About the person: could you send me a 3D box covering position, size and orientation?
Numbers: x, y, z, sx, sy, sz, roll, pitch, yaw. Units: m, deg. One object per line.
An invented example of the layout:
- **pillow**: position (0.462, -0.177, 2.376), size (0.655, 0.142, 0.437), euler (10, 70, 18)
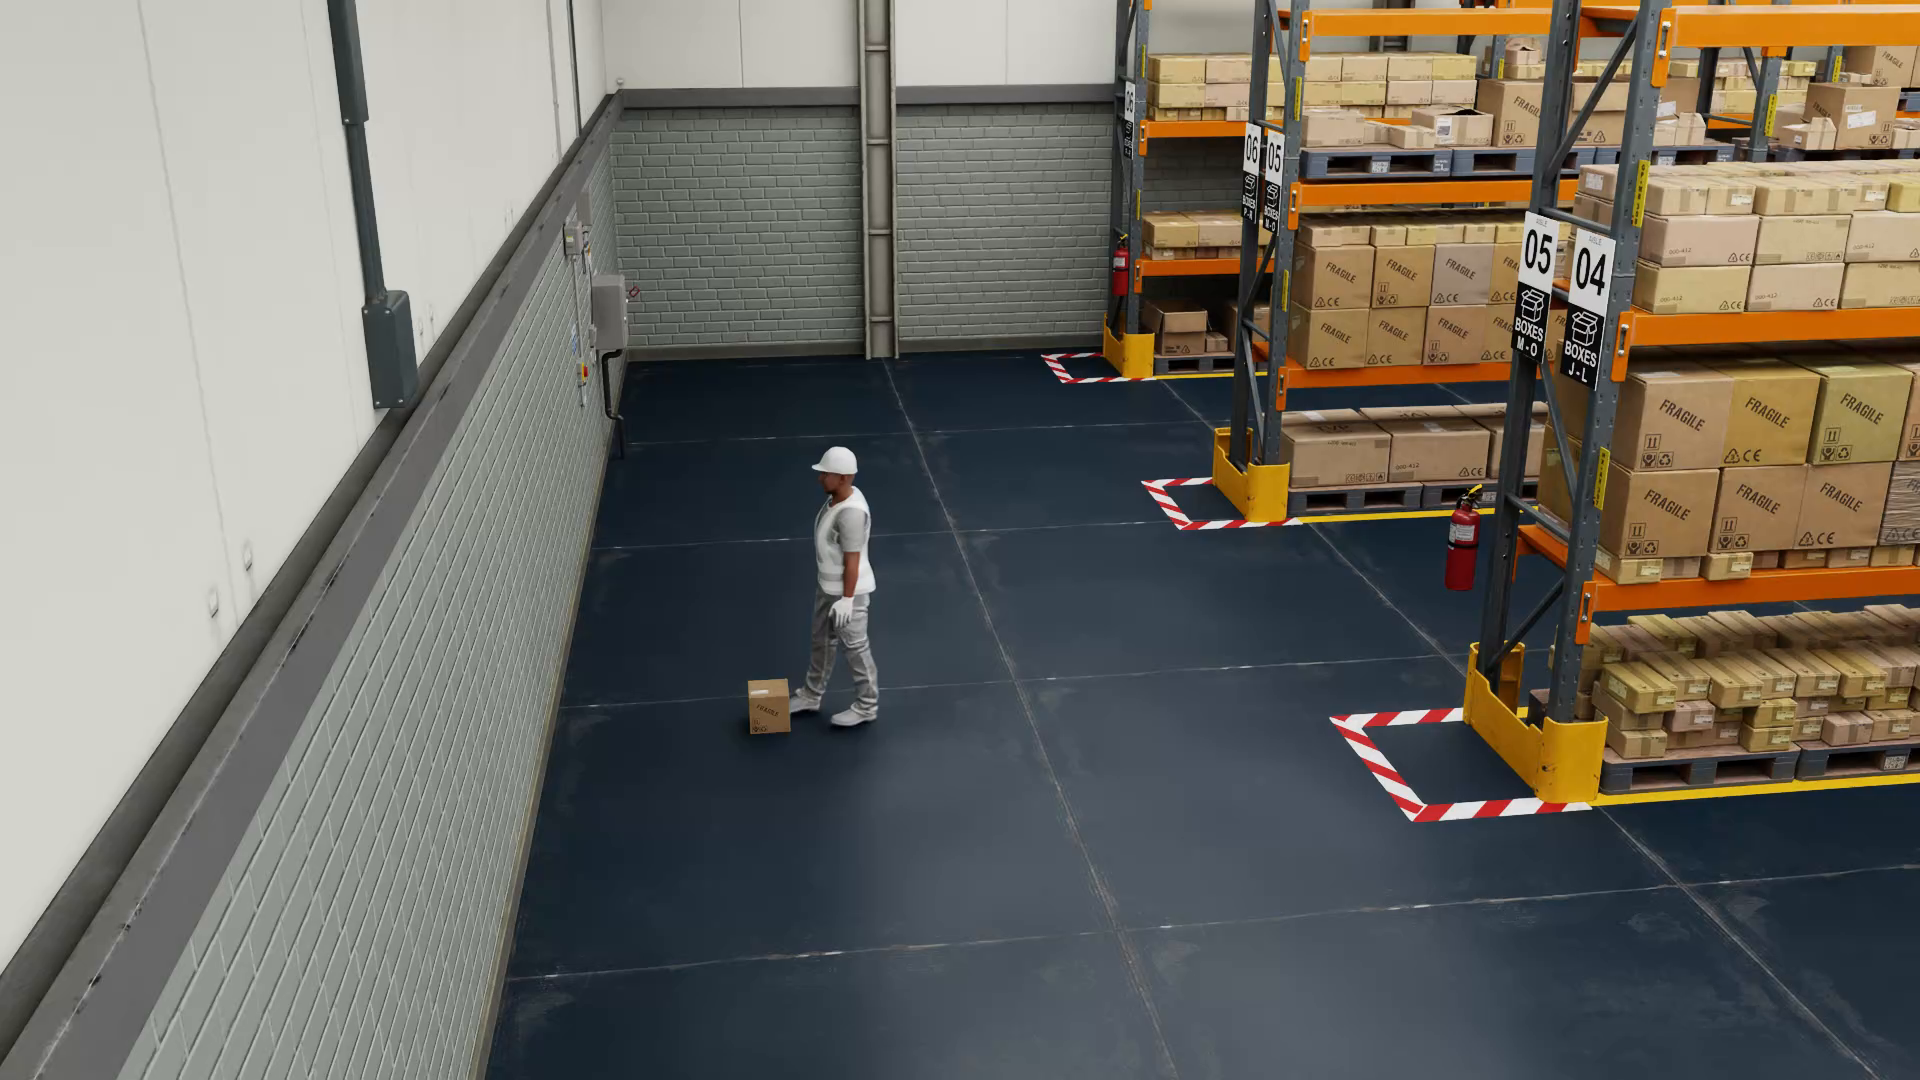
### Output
- **person**: position (-0.836, 0.305, 10.167), size (0.637, 1.779, 0.566), euler (-5, 20, -14)
